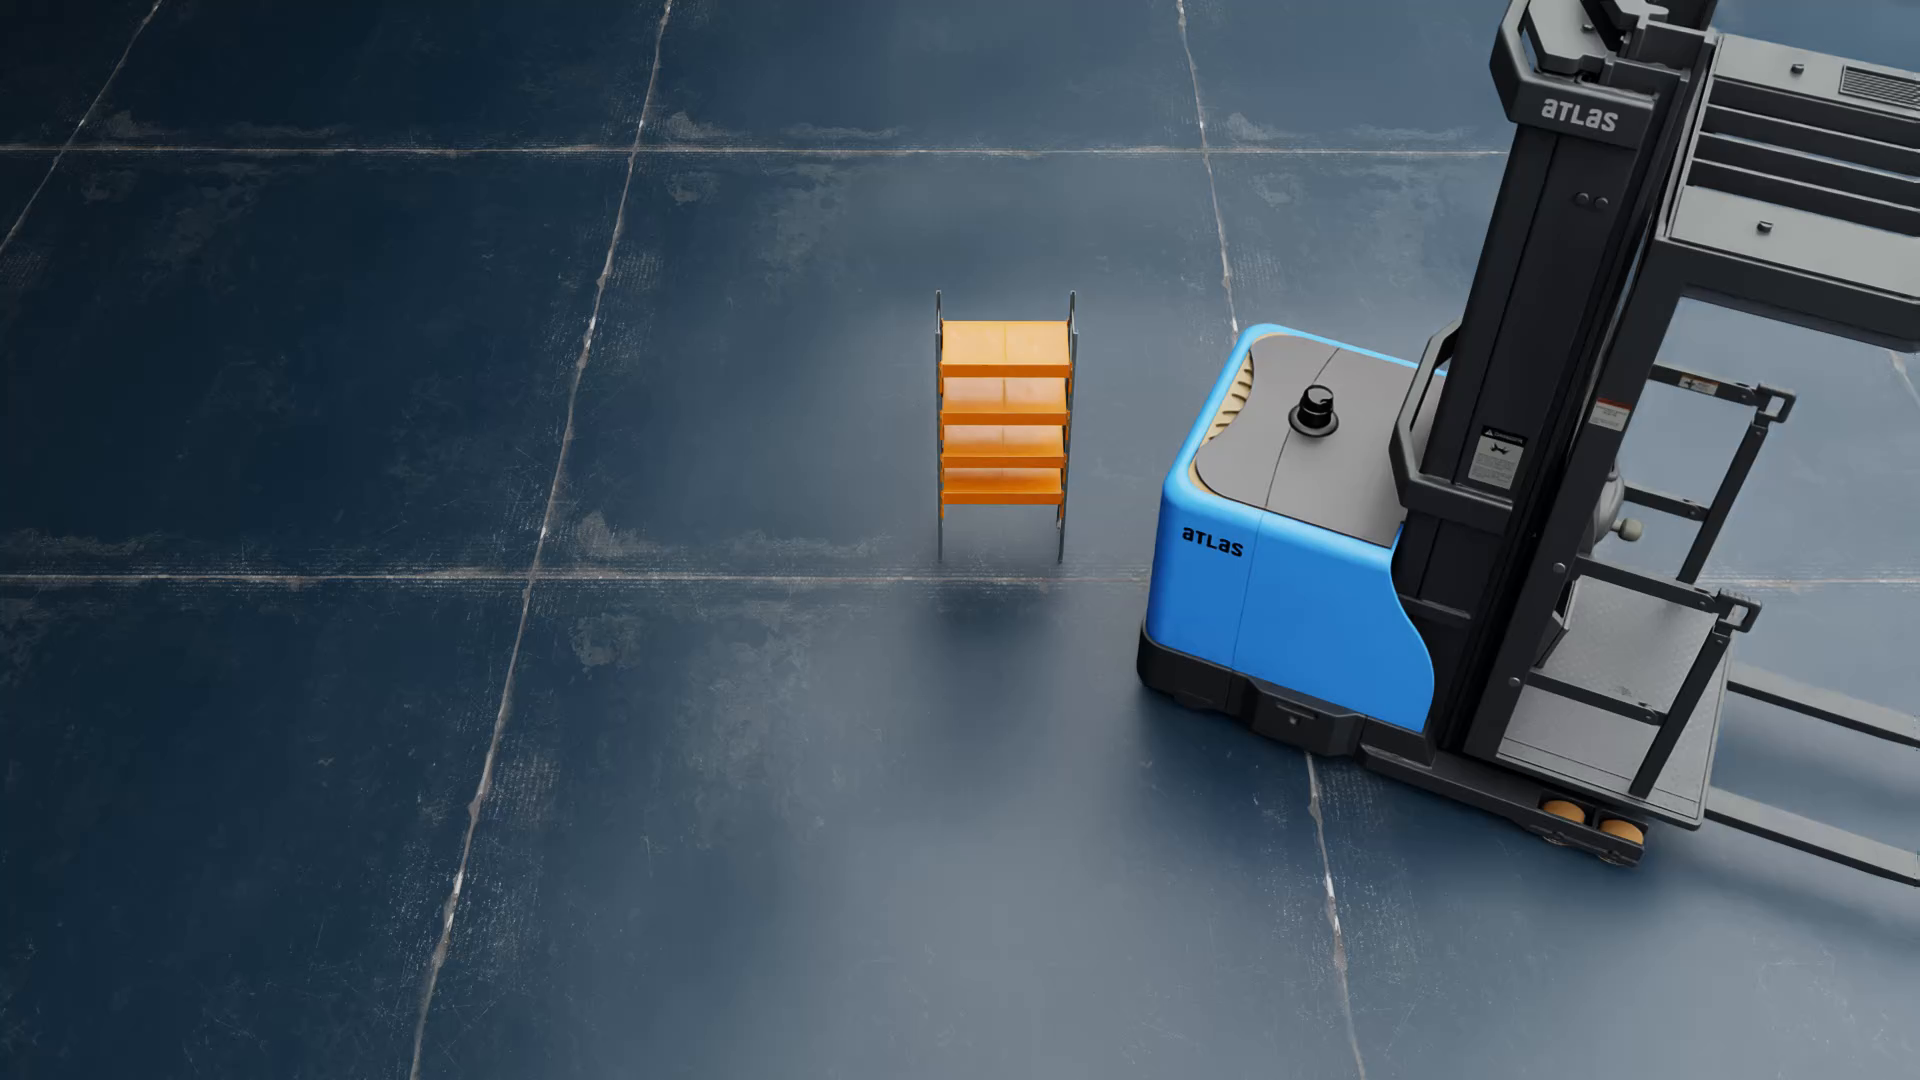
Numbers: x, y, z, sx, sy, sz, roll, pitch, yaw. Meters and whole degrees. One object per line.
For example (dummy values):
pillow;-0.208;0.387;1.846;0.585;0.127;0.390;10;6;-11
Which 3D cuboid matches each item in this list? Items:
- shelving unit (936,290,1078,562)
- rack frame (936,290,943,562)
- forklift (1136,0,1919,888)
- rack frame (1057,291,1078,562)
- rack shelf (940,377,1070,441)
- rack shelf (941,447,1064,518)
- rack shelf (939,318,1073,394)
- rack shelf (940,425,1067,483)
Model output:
shelving unit;0.166;-0.408;6.391;0.503;1.200;0.258;0;47;0
rack frame;-0.078;-0.409;6.392;0.015;1.200;0.240;0;47;0
forklift;2.227;-0.317;5.124;3.031;2.935;1.130;18;50;16
rack frame;0.410;-0.408;6.391;0.015;1.200;0.240;0;47;0
rack shelf;0.166;-0.515;6.277;0.480;0.148;0.258;0;47;0
rack shelf;0.166;-0.227;6.586;0.480;0.148;0.258;0;47;0
rack shelf;0.166;-0.676;6.104;0.480;0.148;0.258;0;47;0
rack shelf;0.166;-0.362;6.440;0.480;0.148;0.258;0;47;0
